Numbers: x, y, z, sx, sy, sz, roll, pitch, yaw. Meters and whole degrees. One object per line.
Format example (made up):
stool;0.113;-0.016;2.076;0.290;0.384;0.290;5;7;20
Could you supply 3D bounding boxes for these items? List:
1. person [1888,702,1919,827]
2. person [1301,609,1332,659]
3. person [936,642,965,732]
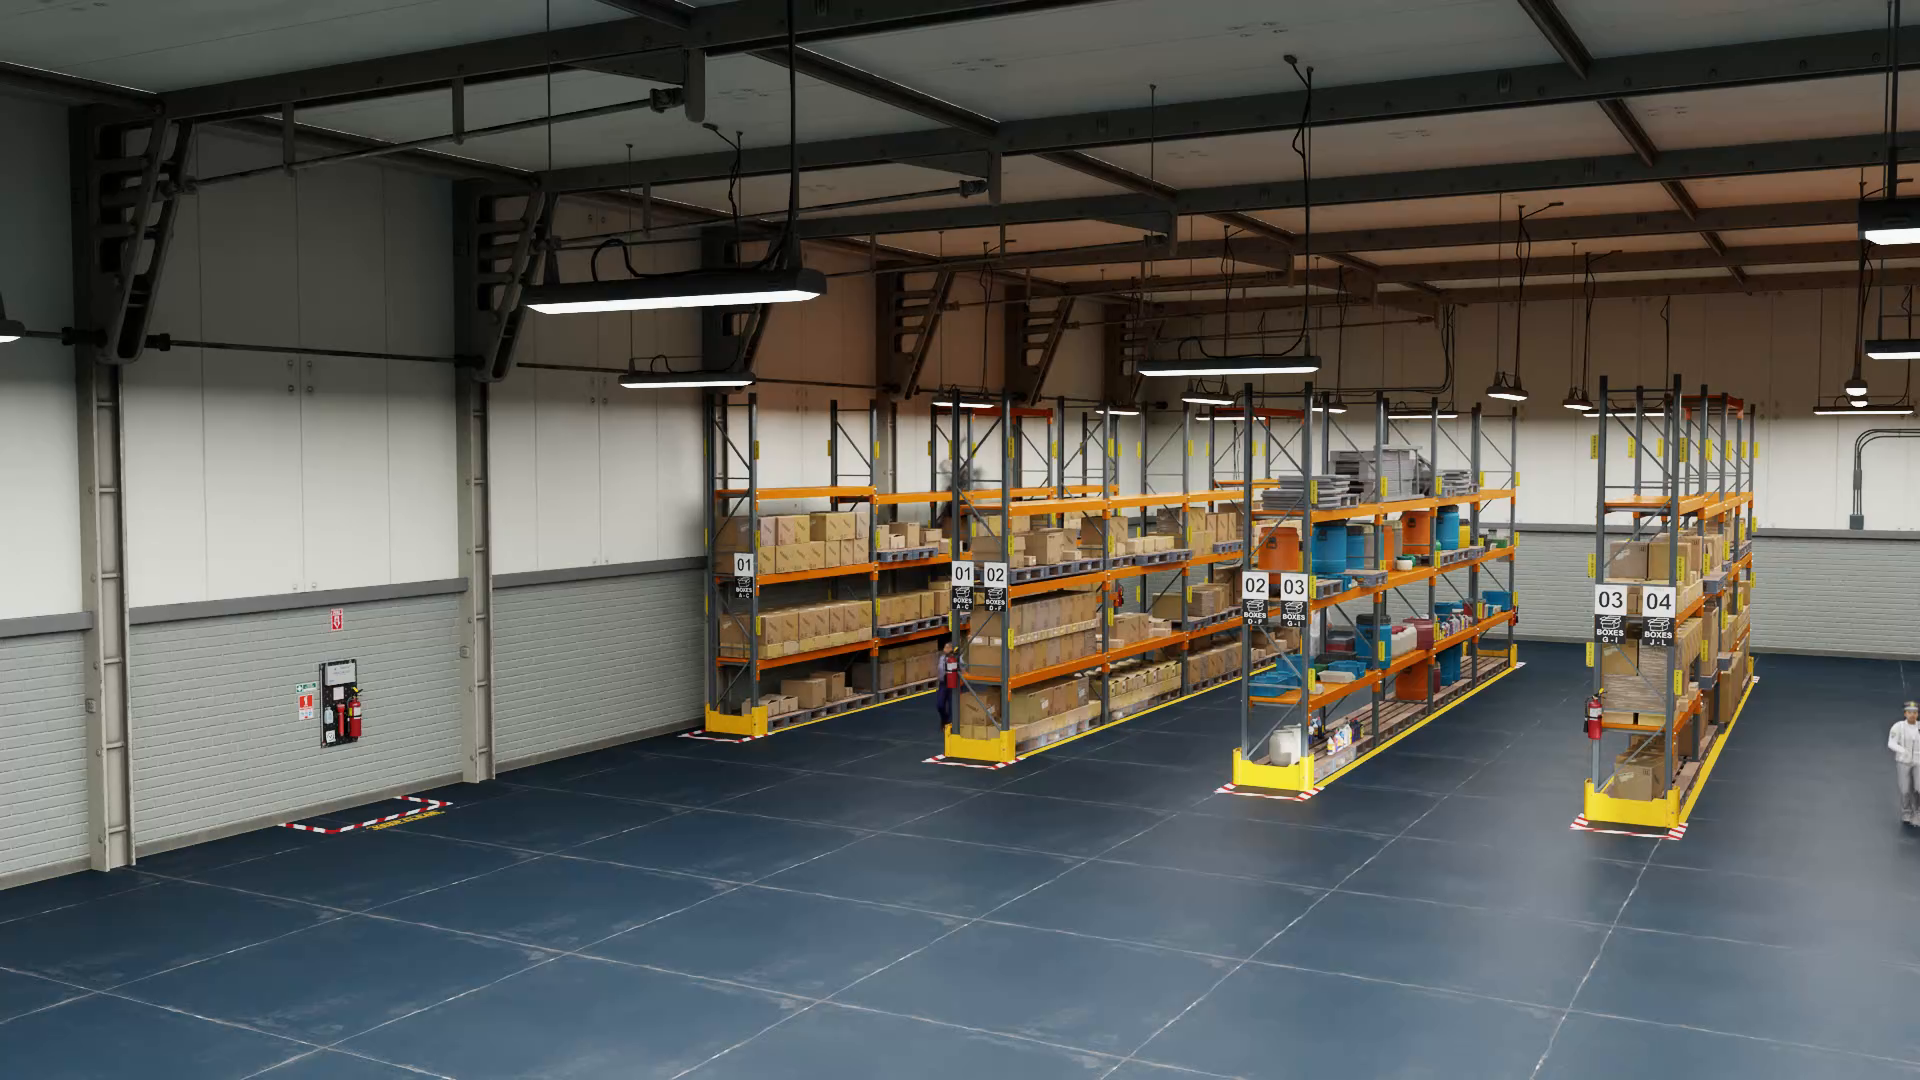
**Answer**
person;12.638;2.967;22.067;0.578;1.671;0.739;2;3;28
person;7.820;2.143;36.591;0.713;1.754;0.909;1;3;24
person;-0.197;2.607;29.300;0.586;1.612;0.585;1;3;23
